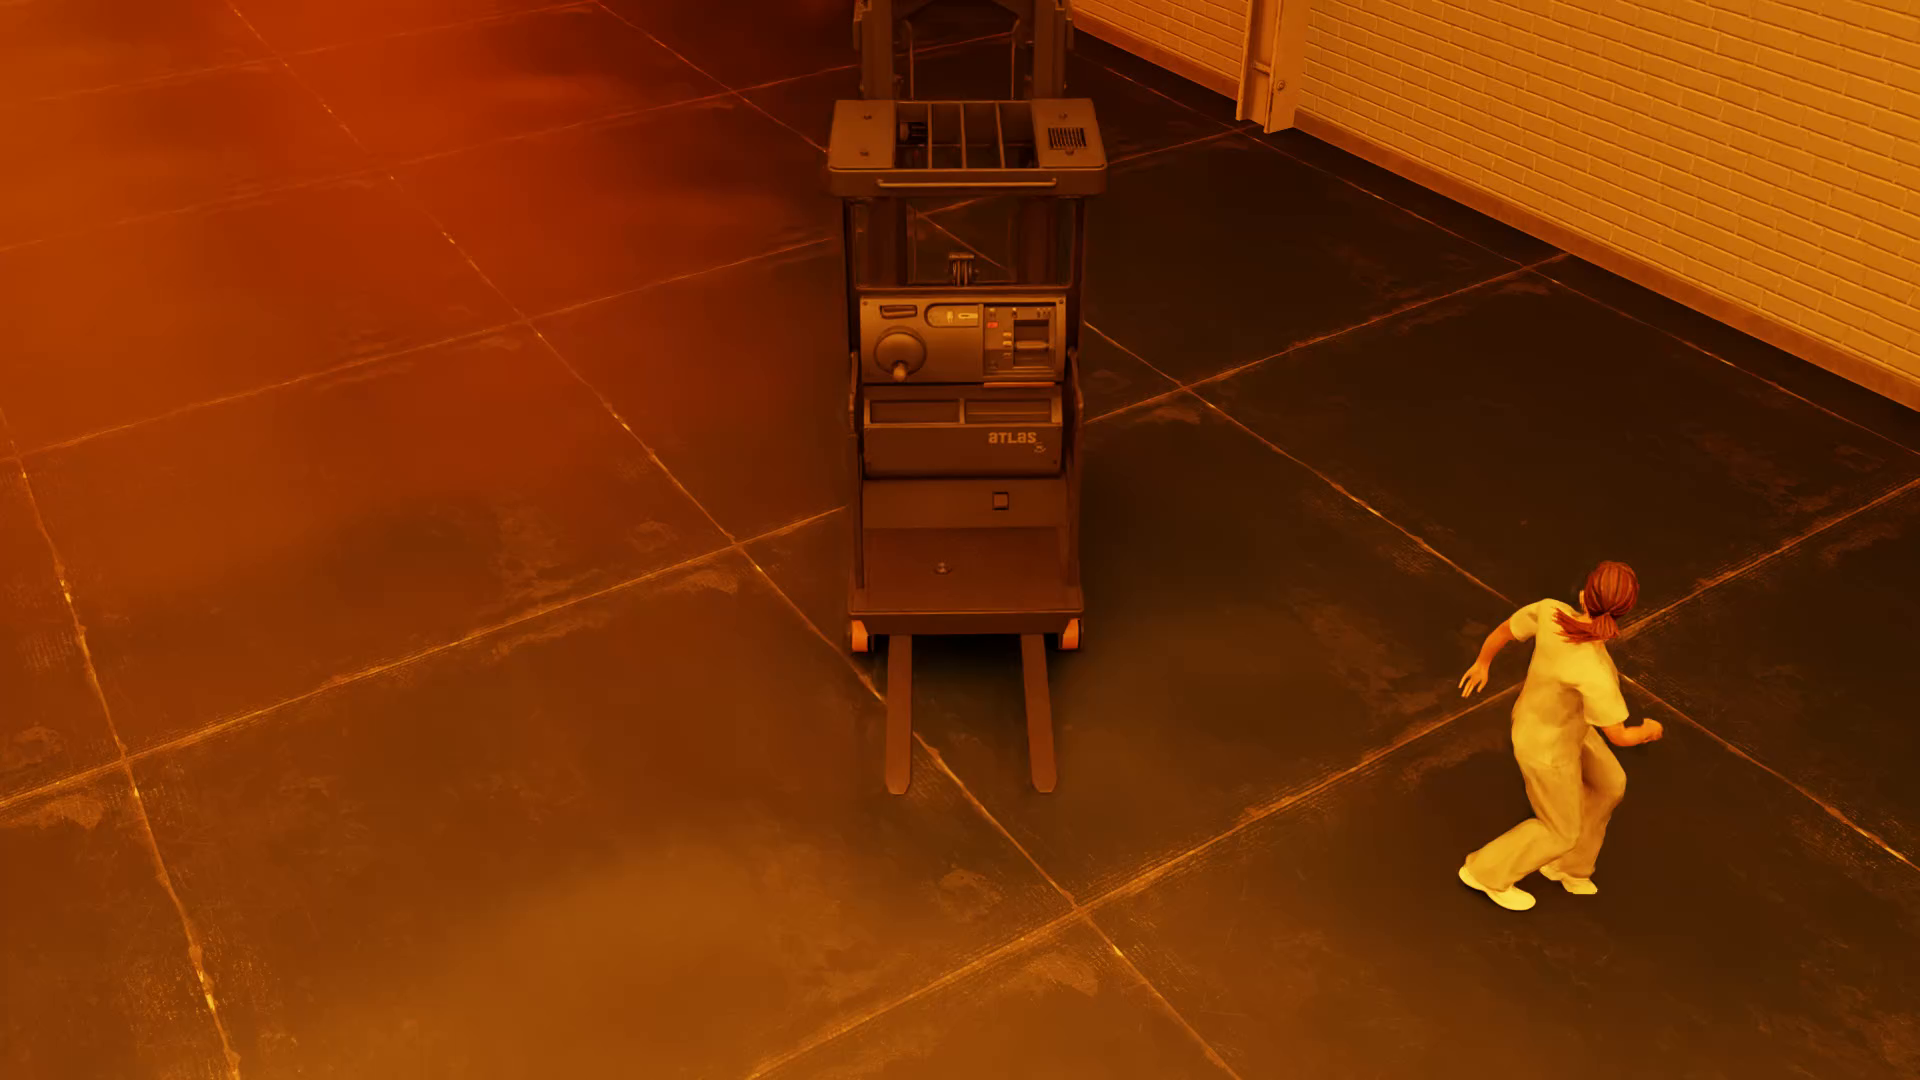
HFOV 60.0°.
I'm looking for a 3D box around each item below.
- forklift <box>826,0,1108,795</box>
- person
[{"bbox_3d":[0.021,-0.847,7.353,1.130,2.935,3.031,-1,35,-1],"label":"forklift"},{"bbox_3d":[2.269,0.832,6.261,0.560,1.314,0.471,8,36,11],"label":"person"}]
